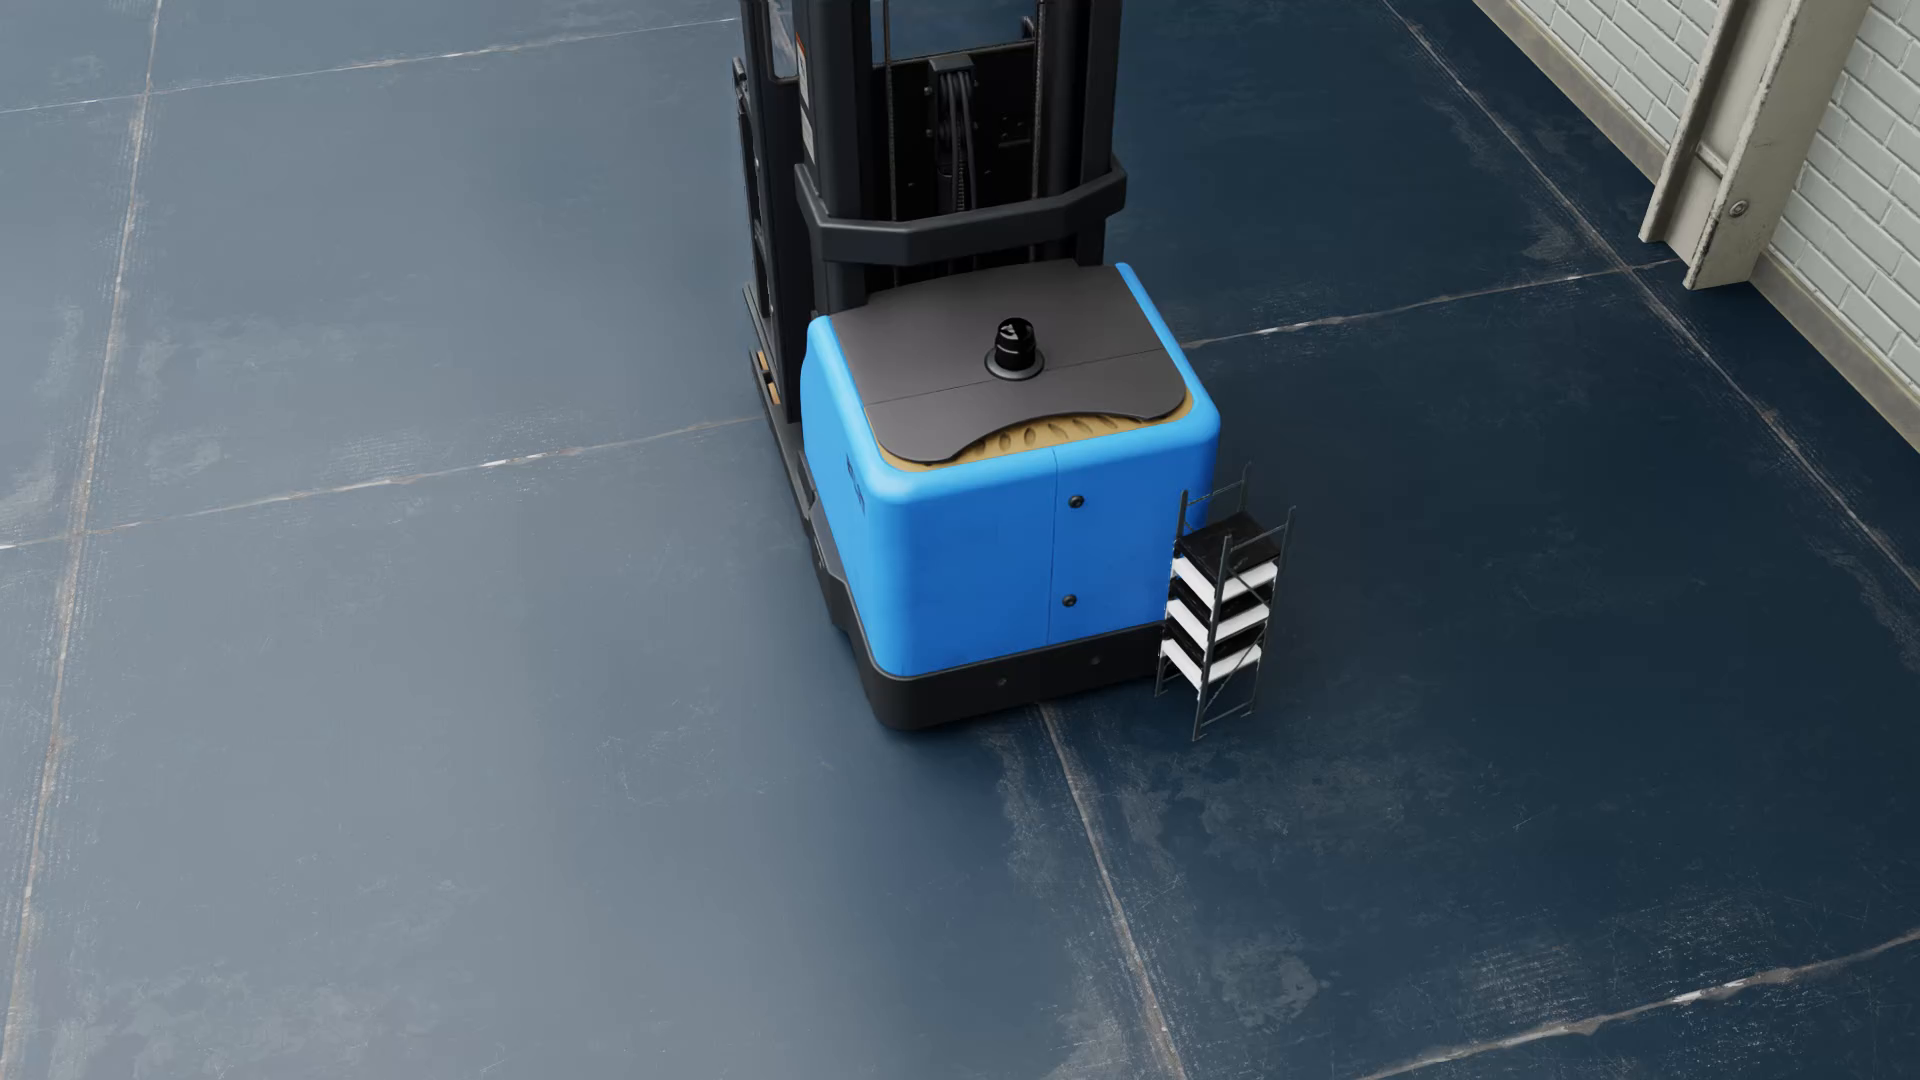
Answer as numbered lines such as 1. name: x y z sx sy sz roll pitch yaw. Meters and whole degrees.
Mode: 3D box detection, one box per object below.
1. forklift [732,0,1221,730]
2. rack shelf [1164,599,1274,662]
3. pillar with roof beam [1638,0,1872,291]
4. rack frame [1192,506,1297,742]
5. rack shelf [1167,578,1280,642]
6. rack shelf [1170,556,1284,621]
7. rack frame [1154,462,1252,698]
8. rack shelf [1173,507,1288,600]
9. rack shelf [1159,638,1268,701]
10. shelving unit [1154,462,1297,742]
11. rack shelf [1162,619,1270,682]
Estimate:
1. forklift: -0.159 -1.519 5.186 1.130 2.935 3.031 -12 47 -11
2. rack shelf: 0.772 0.225 4.945 0.258 0.077 0.200 -23 50 -21
3. pillar with roof beam: -1.107 -3.539 2.917 9.100 9.000 0.400 -11 47 -10
4. rack frame: 0.823 0.265 4.860 0.240 0.900 0.006 -23 50 -21
5. rack shelf: 0.772 0.162 4.881 0.258 0.077 0.200 -23 50 -21
6. rack shelf: 0.772 0.099 4.817 0.258 0.077 0.200 -23 50 -21
7. rack frame: 0.721 0.139 4.983 0.240 0.900 0.006 -23 50 -21
8. rack shelf: 0.771 0.036 4.752 0.258 0.077 0.200 -23 50 -21
9. rack shelf: 0.772 0.351 5.074 0.258 0.077 0.200 -23 50 -21
10. shelving unit: 0.772 0.202 4.922 0.258 0.900 0.210 -23 50 -21
11. rack shelf: 0.772 0.288 5.010 0.258 0.077 0.200 -23 50 -21
